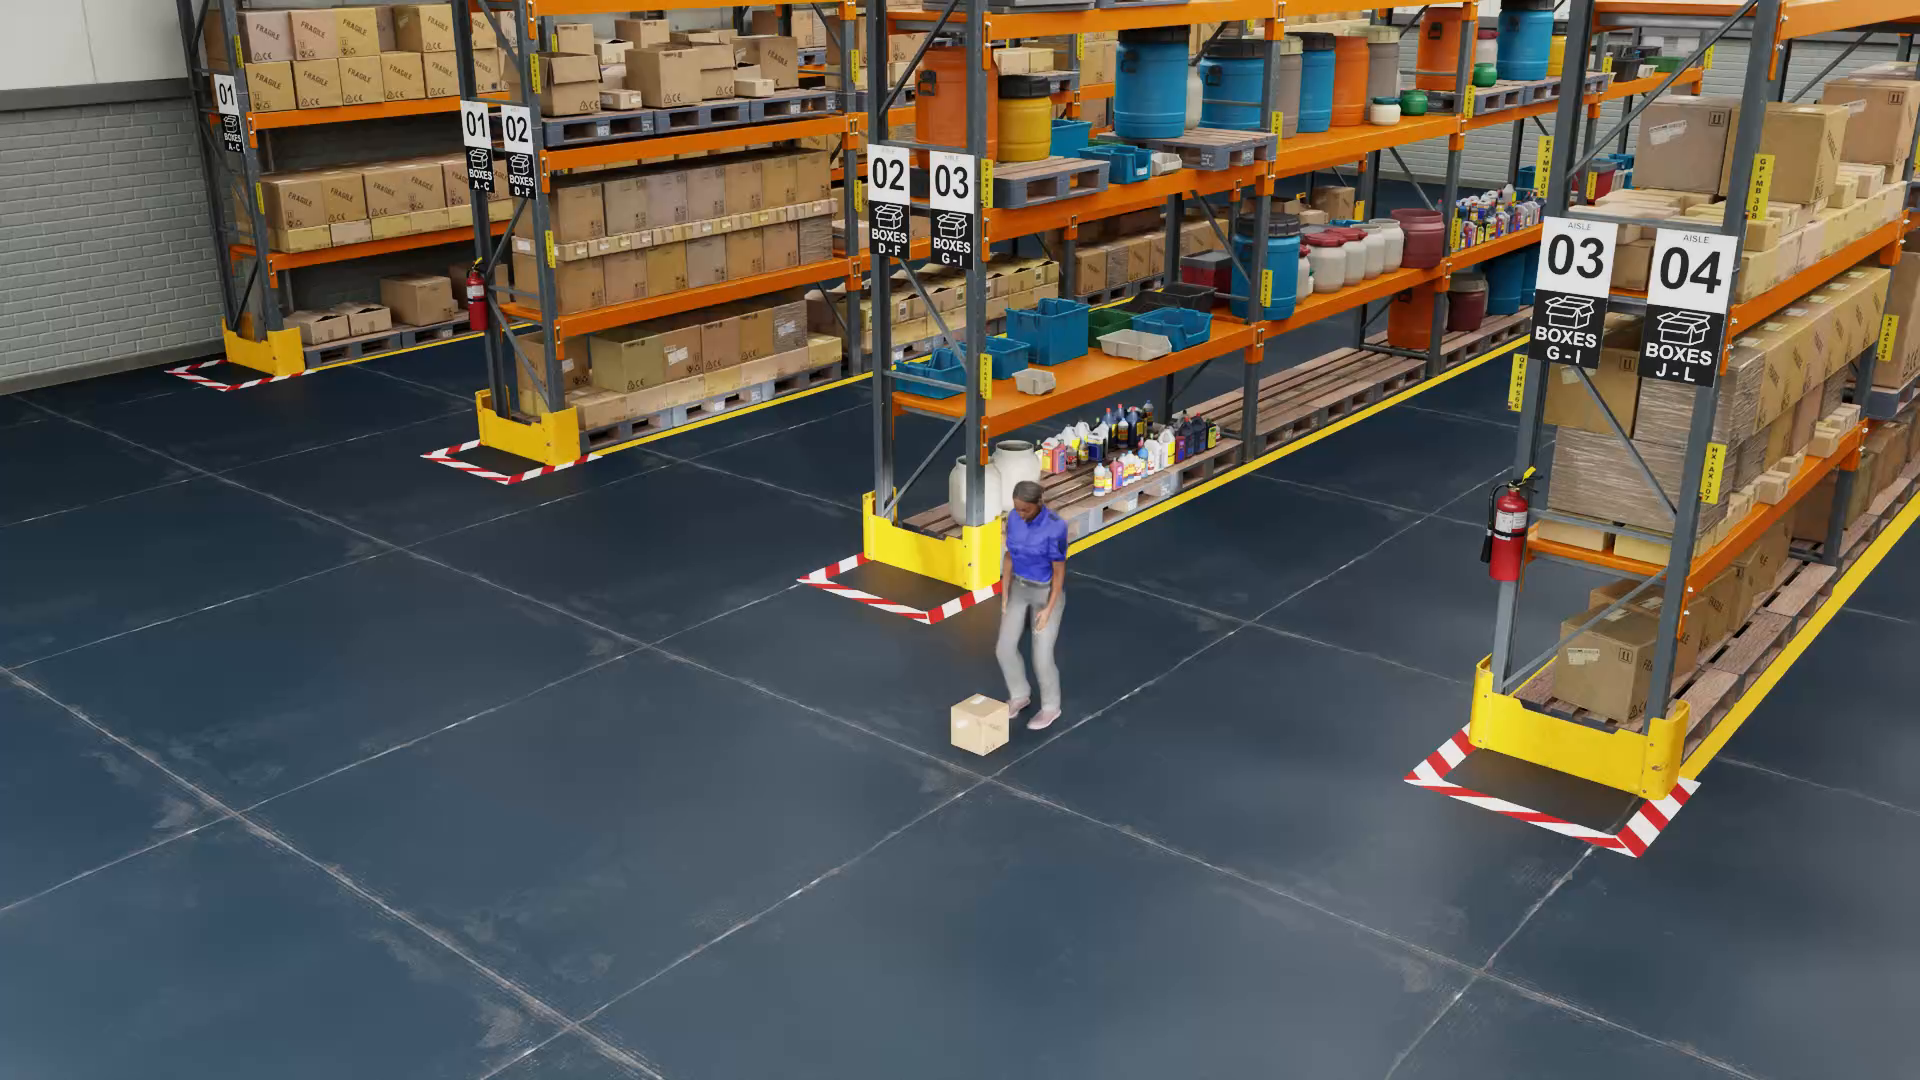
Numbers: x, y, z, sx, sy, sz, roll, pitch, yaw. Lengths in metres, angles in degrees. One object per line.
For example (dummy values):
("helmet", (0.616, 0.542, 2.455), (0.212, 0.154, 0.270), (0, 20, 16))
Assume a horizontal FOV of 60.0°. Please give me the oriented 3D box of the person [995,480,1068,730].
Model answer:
("person", (0.458, 0.373, 10.183), (0.461, 1.600, 0.392), (17, 26, 38))
